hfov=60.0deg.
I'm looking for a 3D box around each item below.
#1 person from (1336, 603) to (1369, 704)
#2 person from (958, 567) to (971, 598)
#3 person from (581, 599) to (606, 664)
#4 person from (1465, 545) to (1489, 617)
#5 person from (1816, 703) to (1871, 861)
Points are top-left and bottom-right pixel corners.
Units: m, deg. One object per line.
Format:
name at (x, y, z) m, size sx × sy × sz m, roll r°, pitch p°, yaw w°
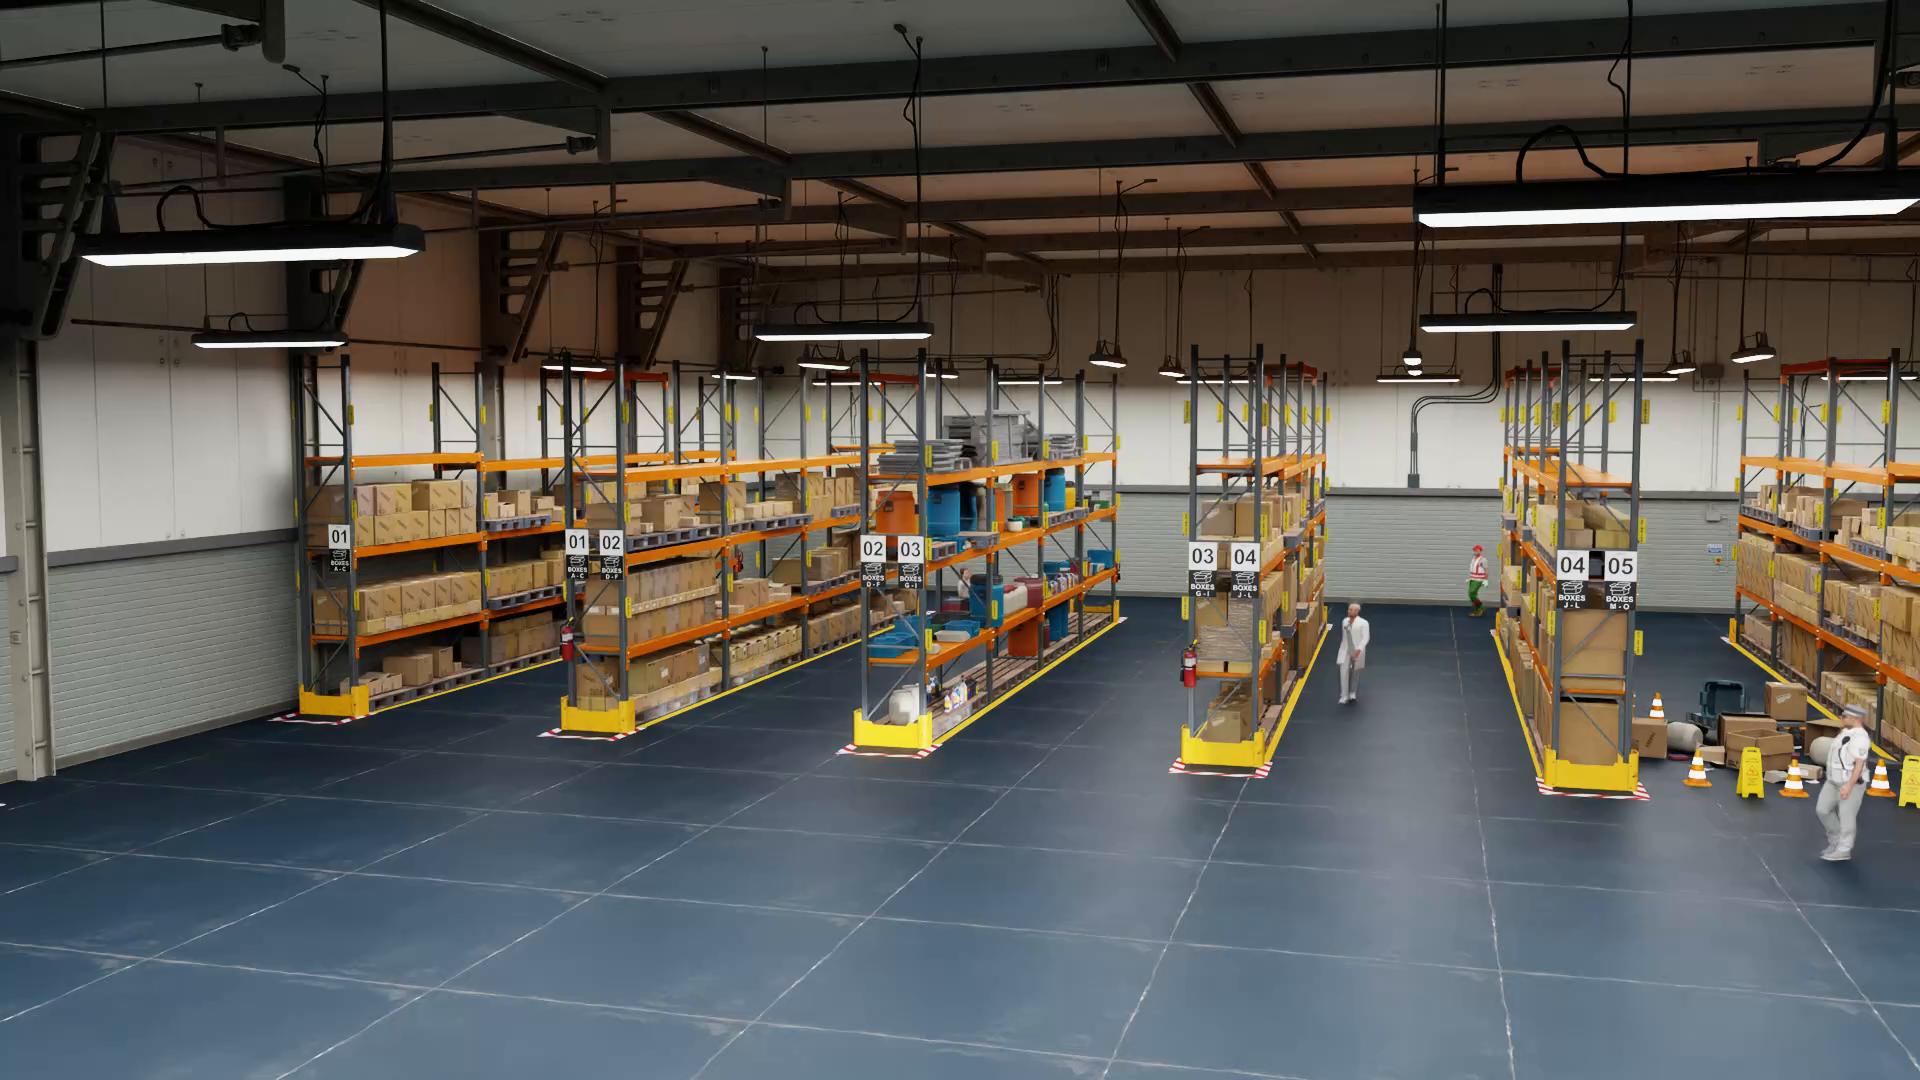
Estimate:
person at (6.791, 1.956, 28.755) m, size 0.546 × 1.714 × 1.124 m, roll 1°, pitch 4°, yaw 13°
person at (0.167, 1.441, 36.390) m, size 0.508 × 1.688 × 0.467 m, roll 2°, pitch 5°, yaw 29°
person at (-6.898, 1.865, 31.433) m, size 0.539 × 1.559 × 0.755 m, roll -3°, pitch 5°, yaw -31°
person at (12.737, 1.011, 41.130) m, size 0.481 × 1.781 × 0.565 m, roll -1°, pitch 4°, yaw -8°
person at (9.958, 2.747, 18.741) m, size 0.513 × 1.819 × 0.571 m, roll -1°, pitch 4°, yaw -11°
